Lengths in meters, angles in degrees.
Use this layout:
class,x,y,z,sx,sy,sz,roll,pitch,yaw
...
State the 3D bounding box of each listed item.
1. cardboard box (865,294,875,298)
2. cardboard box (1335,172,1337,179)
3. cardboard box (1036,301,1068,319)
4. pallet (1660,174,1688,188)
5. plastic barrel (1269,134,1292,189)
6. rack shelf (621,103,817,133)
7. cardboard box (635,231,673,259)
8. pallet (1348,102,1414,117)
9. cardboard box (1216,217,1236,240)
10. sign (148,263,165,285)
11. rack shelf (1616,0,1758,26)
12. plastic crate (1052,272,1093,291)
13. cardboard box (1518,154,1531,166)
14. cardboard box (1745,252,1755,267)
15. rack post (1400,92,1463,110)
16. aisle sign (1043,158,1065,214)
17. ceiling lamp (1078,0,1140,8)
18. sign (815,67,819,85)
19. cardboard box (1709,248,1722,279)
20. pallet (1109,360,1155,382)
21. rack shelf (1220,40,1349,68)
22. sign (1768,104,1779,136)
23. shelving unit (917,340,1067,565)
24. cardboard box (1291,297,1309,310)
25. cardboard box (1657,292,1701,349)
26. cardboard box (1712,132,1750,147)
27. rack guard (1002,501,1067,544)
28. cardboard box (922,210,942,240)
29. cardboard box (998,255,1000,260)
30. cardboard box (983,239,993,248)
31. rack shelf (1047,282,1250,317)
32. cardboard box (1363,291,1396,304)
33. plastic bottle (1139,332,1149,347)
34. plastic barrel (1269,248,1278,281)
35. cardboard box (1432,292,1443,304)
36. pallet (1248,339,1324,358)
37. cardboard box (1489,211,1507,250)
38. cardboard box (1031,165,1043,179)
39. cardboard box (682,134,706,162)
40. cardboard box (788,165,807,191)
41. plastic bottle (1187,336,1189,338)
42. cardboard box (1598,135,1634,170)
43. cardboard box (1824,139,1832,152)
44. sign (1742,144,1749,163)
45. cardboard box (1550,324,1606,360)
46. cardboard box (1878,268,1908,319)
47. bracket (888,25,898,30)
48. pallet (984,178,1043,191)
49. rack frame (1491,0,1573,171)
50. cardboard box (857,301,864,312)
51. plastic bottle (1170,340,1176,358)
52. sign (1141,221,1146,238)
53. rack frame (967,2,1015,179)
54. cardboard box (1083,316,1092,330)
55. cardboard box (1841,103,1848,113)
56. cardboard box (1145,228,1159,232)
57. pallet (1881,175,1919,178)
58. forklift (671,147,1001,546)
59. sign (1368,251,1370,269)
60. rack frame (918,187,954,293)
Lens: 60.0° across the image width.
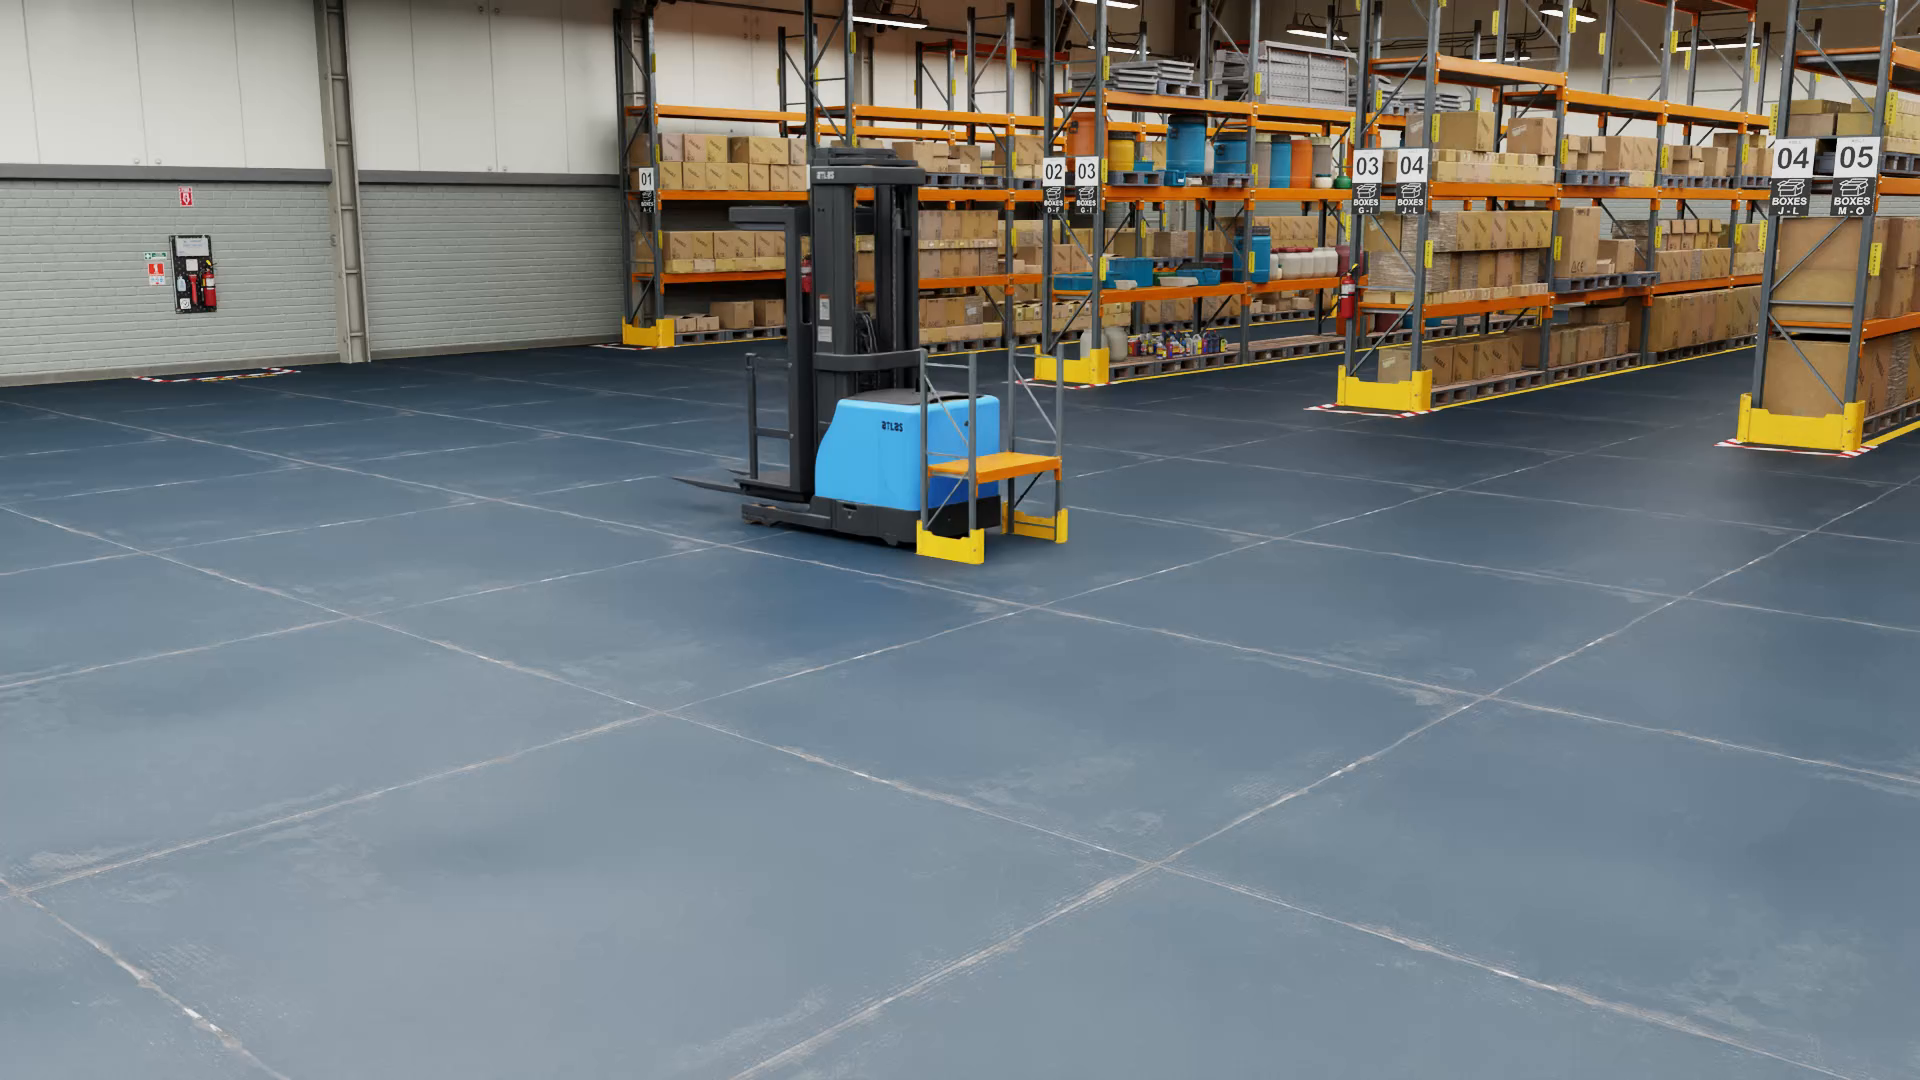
class,x,y,z,sx,sy,sz,roll,pitch,yaw
cardboard box,-2.037,-4.917,34.930,0.700,0.500,0.500,10,15,41
cardboard box,8.317,-8.324,38.177,0.500,0.250,0.500,10,15,40
cardboard box,1.678,-4.335,31.273,0.500,0.311,0.500,9,14,38
pallet,11.007,-5.812,26.974,1.213,0.211,1.003,11,16,43
plastic barrel,5.297,-6.396,28.136,0.600,0.901,0.708,10,15,40
rack shelf,-4.501,-7.958,31.423,1.077,0.370,4.000,10,15,40
cardboard box,-5.670,-5.477,30.891,0.500,0.500,0.500,10,15,40
pallet,7.401,-7.727,29.928,1.213,0.211,1.003,10,15,40
cardboard box,5.963,-6.849,36.534,0.500,0.500,0.500,10,15,41
sign,-12.072,-3.999,24.983,0.001,0.329,0.234,10,15,40
rack shelf,11.942,-8.845,27.371,1.077,0.370,4.000,10,15,40
plastic crate,1.726,-3.834,24.630,0.499,0.251,0.616,10,15,40
cardboard box,7.476,-5.131,22.451,0.380,0.149,0.250,9,15,39
cardboard box,14.102,-5.100,30.212,0.500,0.250,0.500,10,15,40
rack post,8.962,-8.345,31.712,0.937,0.300,0.954,9,15,39
aisle sign,1.350,-5.098,23.938,0.394,0.787,0.004,10,15,40
ceiling lamp,2.481,-10.459,27.199,0.800,3.185,2.000,10,15,40
sign,-2.785,-9.030,32.361,0.100,0.325,0.005,10,15,40
cardboard box,12.827,-4.793,28.796,0.500,0.500,0.500,10,15,42
pallet,2.176,-2.564,25.008,1.003,0.211,1.213,10,15,40
rack shelf,7.144,-10.715,36.733,1.077,0.370,4.000,10,15,40
sign,8.602,-4.437,17.551,0.100,0.325,0.005,10,15,40
shelving unit,0.249,-0.676,12.265,0.587,1.500,1.083,9,15,39
cardboard box,7.641,-5.410,38.034,0.500,0.250,0.500,10,15,40
cardboard box,11.688,-3.725,28.054,1.225,0.875,0.875,10,15,41
cardboard box,13.888,-7.200,29.947,0.500,0.250,0.500,9,14,37
rack guard,0.570,-0.137,12.760,0.587,0.250,0.087,9,15,39
cardboard box,-0.739,-5.422,28.632,0.700,0.500,0.500,10,15,40
cardboard box,0.679,-6.351,37.441,0.380,0.149,0.250,10,15,41
cardboard box,0.360,-5.288,29.616,0.380,0.149,0.250,9,15,39
rack shelf,2.941,-3.737,25.597,1.077,0.370,4.000,10,15,40
cardboard box,5.374,-3.100,21.215,0.380,0.149,0.250,10,15,40
plastic bottle,2.889,-3.117,26.301,0.144,0.351,0.185,11,15,43
plastic barrel,5.057,-4.563,27.549,0.433,0.535,0.433,0,11,0
cardboard box,5.888,-3.077,21.099,0.380,0.149,0.250,10,15,40
pallet,5.556,-3.317,28.779,1.003,0.211,1.213,10,15,40
cardboard box,6.899,-4.106,22.044,0.500,0.500,0.500,10,15,40
cardboard box,1.317,-6.798,30.743,0.500,0.250,0.500,8,14,35
cardboard box,-5.015,-7.189,30.526,0.500,0.500,0.500,10,15,40
cardboard box,-3.330,-7.088,32.574,0.500,0.500,0.500,10,15,42
plastic bottle,3.619,-3.069,26.230,0.061,0.283,0.133,10,15,40
cardboard box,9.826,-5.847,25.135,0.500,0.500,0.500,10,15,41
cardboard box,9.132,-4.231,17.891,0.380,0.149,0.250,10,15,41
sign,13.677,-6.730,28.967,0.100,0.325,0.005,10,15,40
cardboard box,9.469,-3.053,25.597,0.500,0.500,0.700,-11,15,-43
cardboard box,10.022,-2.782,18.601,0.875,0.550,0.550,10,15,40
bracket,-1.508,-10.896,35.098,0.235,0.232,0.430,10,15,40
pallet,1.115,-6.533,30.592,0.805,0.209,1.217,9,14,38
rack frame,7.982,-6.685,23.206,1.000,3.000,0.127,10,15,40
cardboard box,-1.967,-3.779,28.005,0.500,0.500,0.500,10,15,40
plastic bottle,3.278,-2.950,25.664,0.097,0.271,0.097,0,11,0
sign,3.602,-6.110,32.685,0.100,0.325,0.005,10,15,40
rack frame,0.543,-7.966,29.622,1.000,3.000,0.127,10,15,40
cardboard box,2.347,-4.212,32.088,0.500,0.250,0.500,10,15,42
cardboard box,9.473,-4.698,18.195,0.380,0.149,0.250,10,15,41
cardboard box,4.412,-7.501,41.841,0.980,0.700,0.700,11,16,43
pallet,11.093,-4.395,19.628,1.003,0.211,1.213,10,15,40
forklift,-1.121,-1.609,13.284,3.031,2.935,1.130,10,15,40
sign,7.320,-4.982,29.580,0.100,0.325,0.005,10,15,40
rack frame,-0.540,-6.253,36.359,1.000,3.000,0.127,10,15,40
